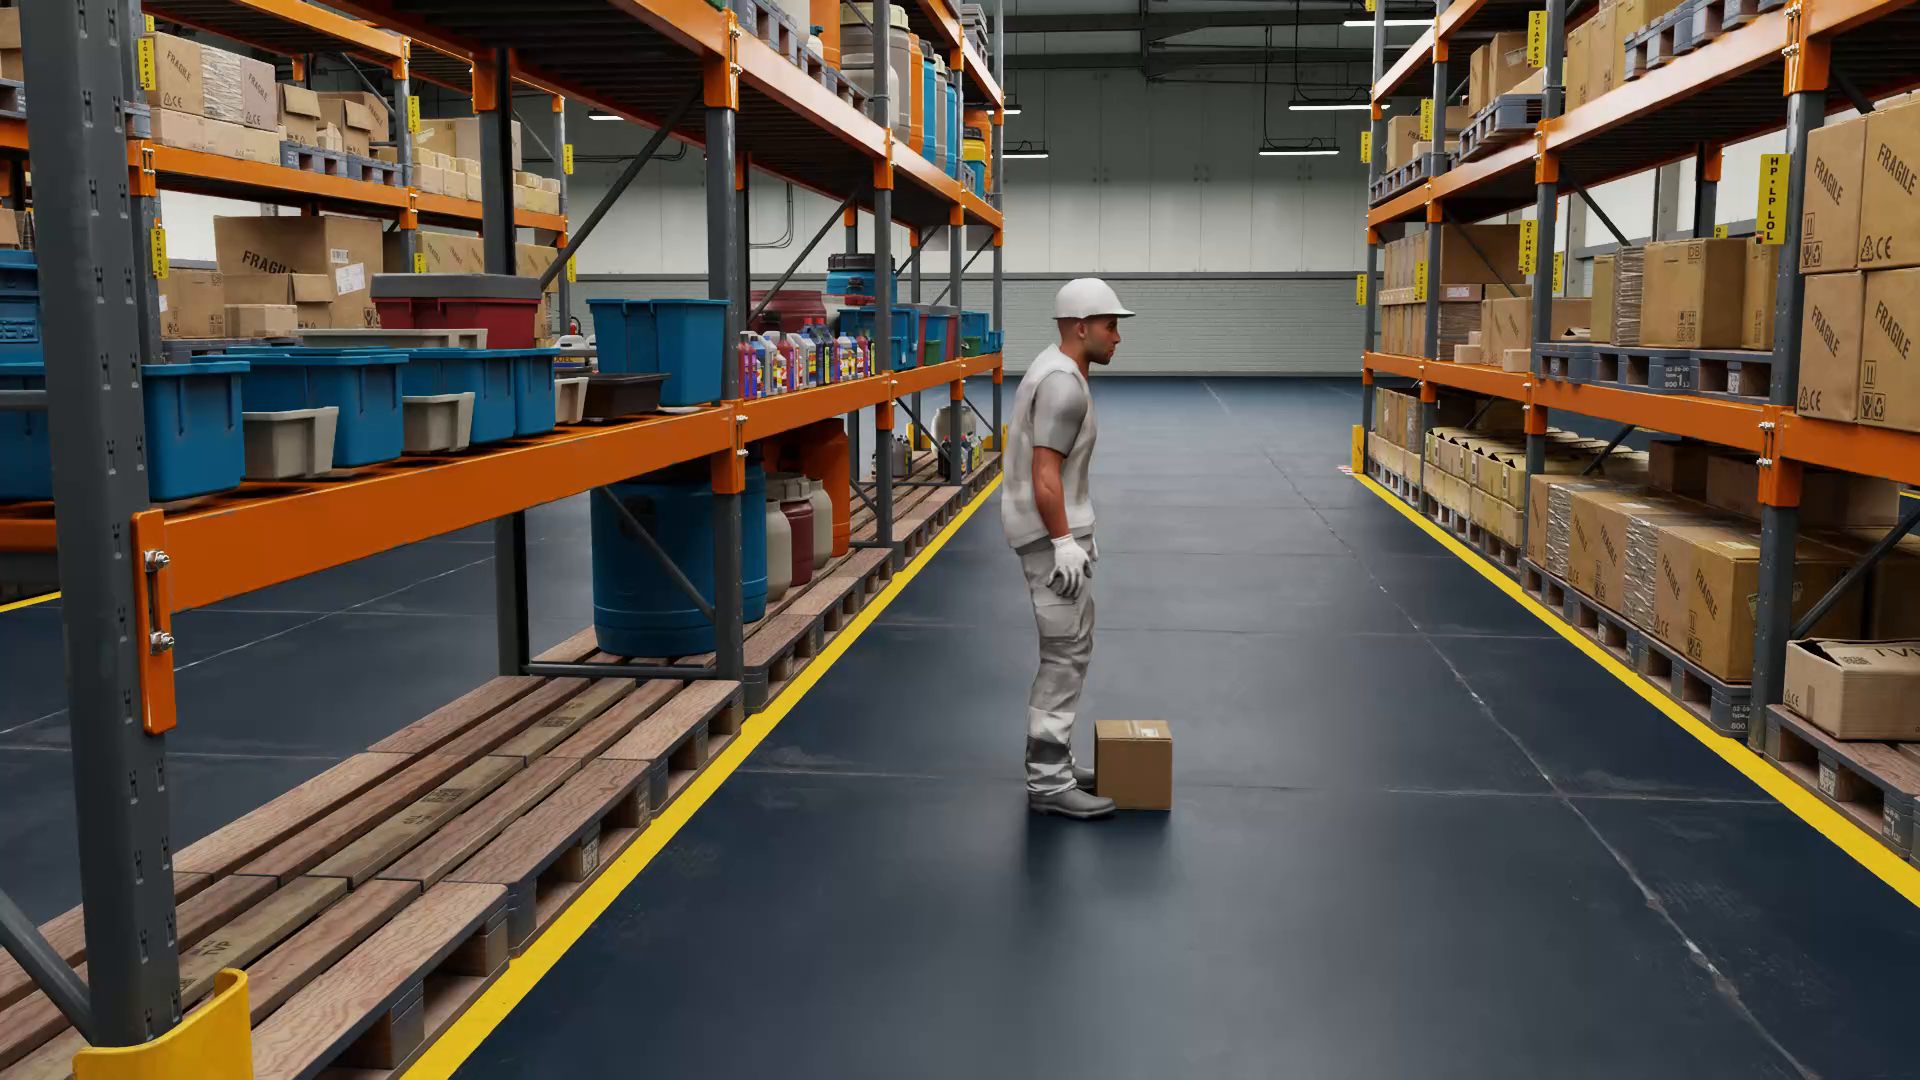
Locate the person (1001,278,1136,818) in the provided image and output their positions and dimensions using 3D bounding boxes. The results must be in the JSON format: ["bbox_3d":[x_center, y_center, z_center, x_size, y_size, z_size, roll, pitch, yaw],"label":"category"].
[{"bbox_3d":[0.363,0.012,5.640,0.449,1.779,0.609,1,8,7],"label":"person"}]
